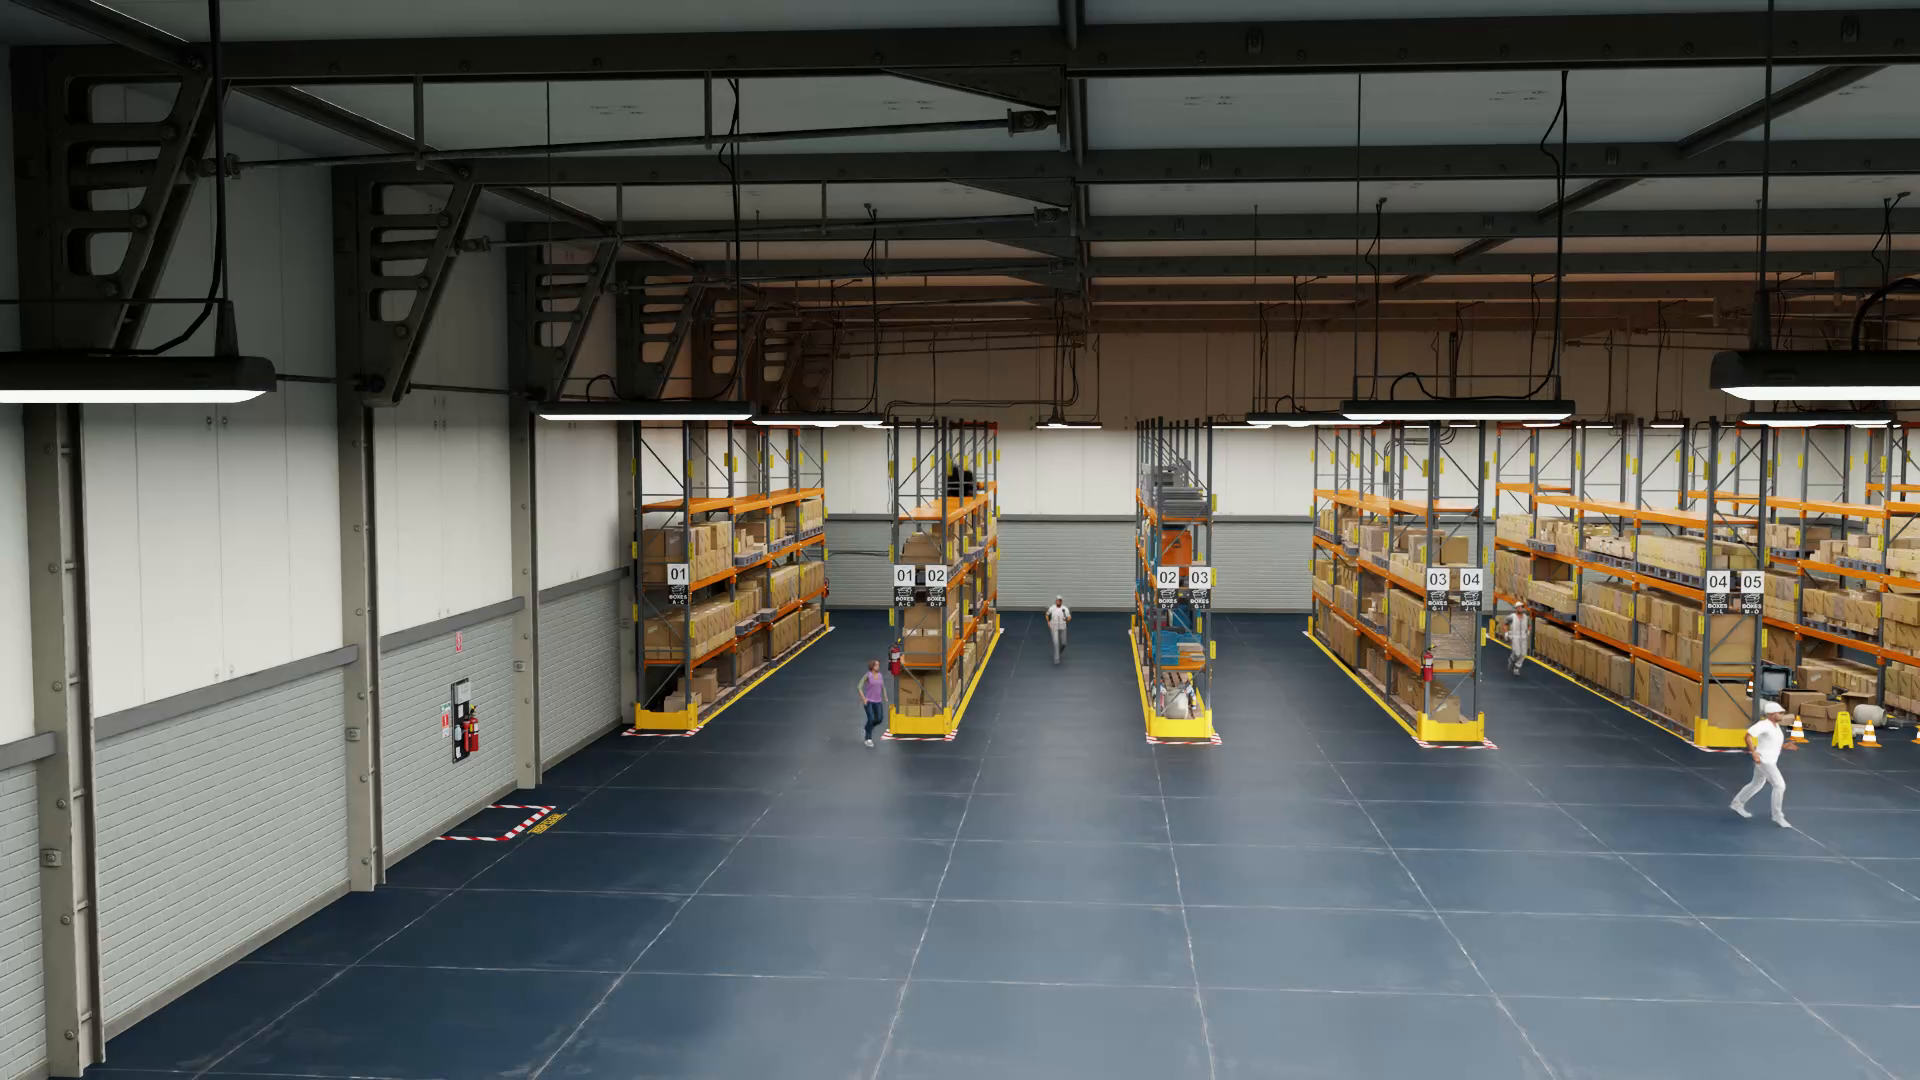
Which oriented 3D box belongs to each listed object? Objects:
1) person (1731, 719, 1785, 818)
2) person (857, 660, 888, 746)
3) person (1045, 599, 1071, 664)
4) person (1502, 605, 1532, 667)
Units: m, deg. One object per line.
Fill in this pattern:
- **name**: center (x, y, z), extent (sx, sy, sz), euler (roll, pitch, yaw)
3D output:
- **person**: center (11.684, 3.307, 24.320), extent (0.737, 1.420, 0.450), euler (2, 4, 32)
- **person**: center (-1.600, 2.975, 30.460), extent (0.601, 1.549, 0.411), euler (-2, 4, -31)
- **person**: center (2.437, 2.215, 41.129), extent (0.615, 1.618, 0.899), euler (0, 4, -3)
- **person**: center (13.044, 2.231, 38.776), extent (0.651, 1.473, 0.562), euler (0, 4, -3)
